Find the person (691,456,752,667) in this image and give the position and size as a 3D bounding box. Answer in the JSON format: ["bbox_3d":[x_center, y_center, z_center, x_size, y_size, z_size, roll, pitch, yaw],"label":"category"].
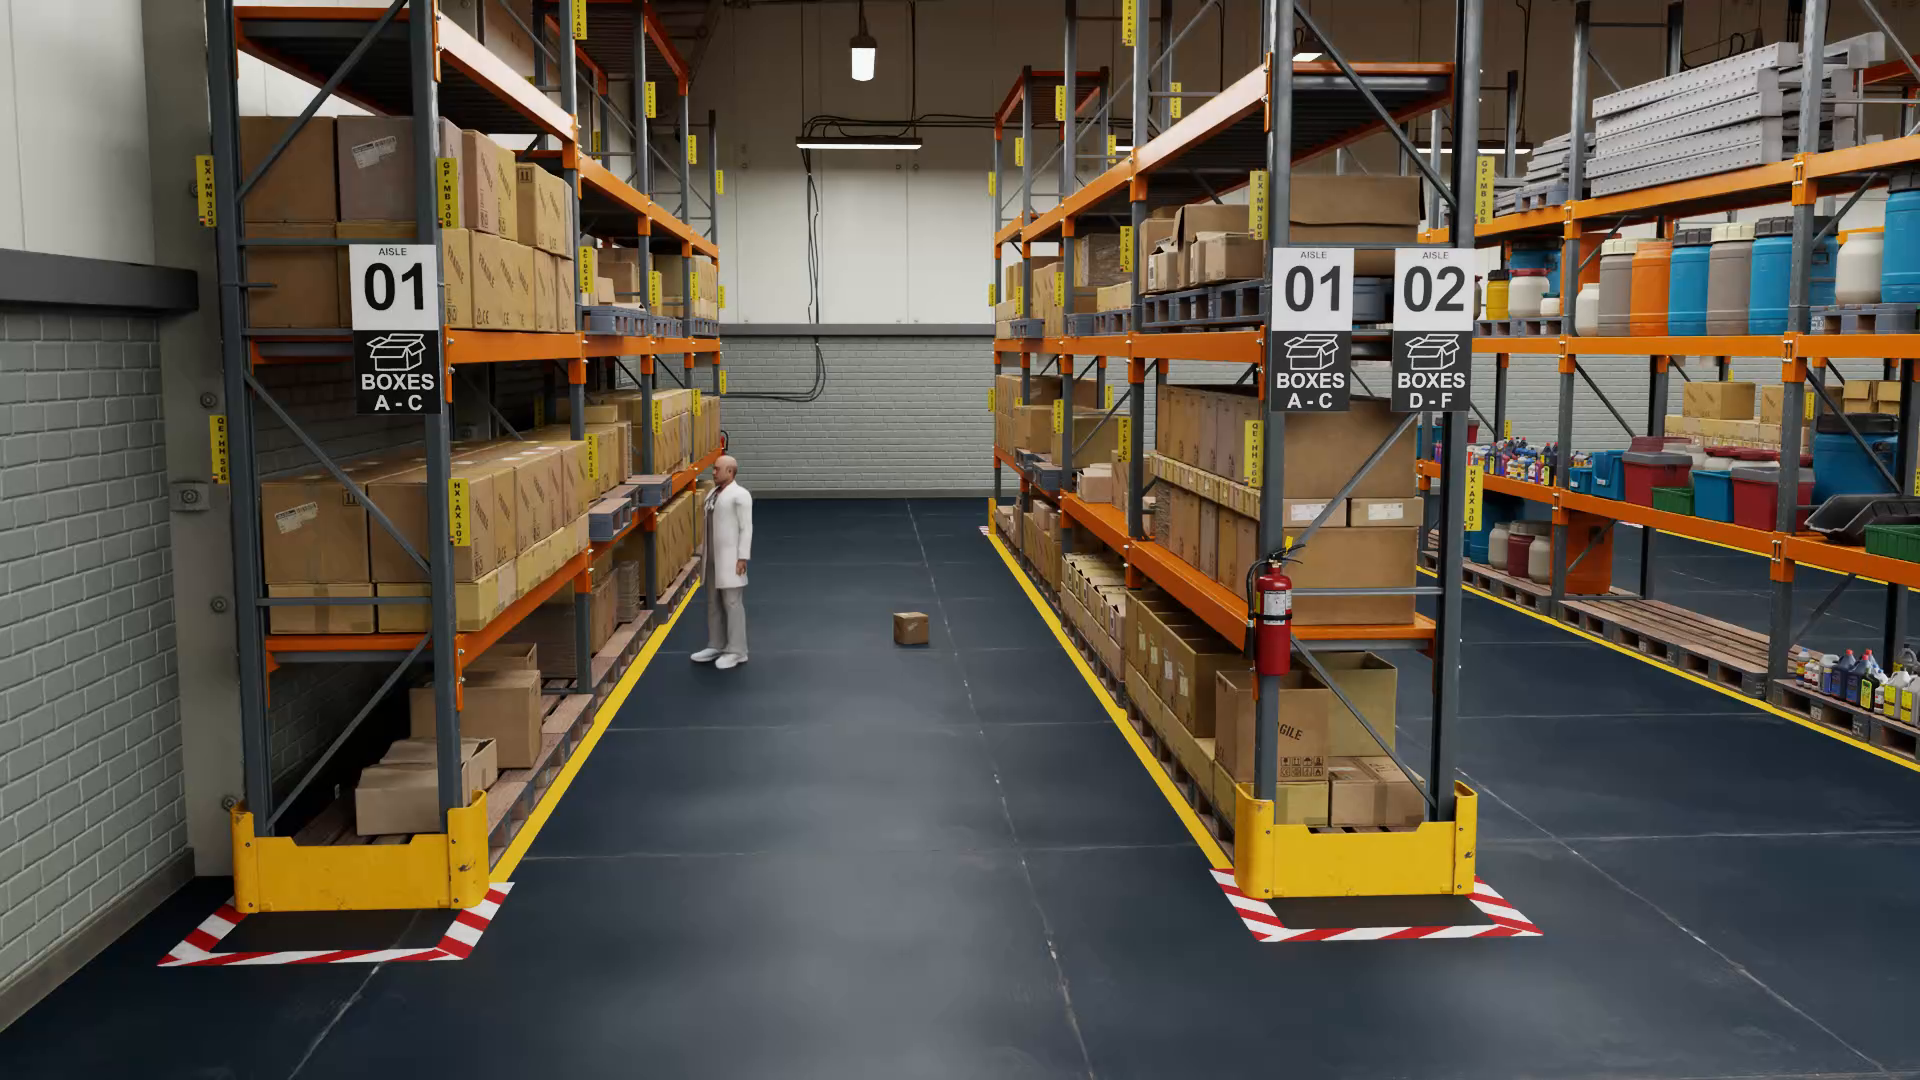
[{"bbox_3d":[-2.057,0.175,14.282,0.390,1.790,0.576,-6,9,-44],"label":"person"}]
